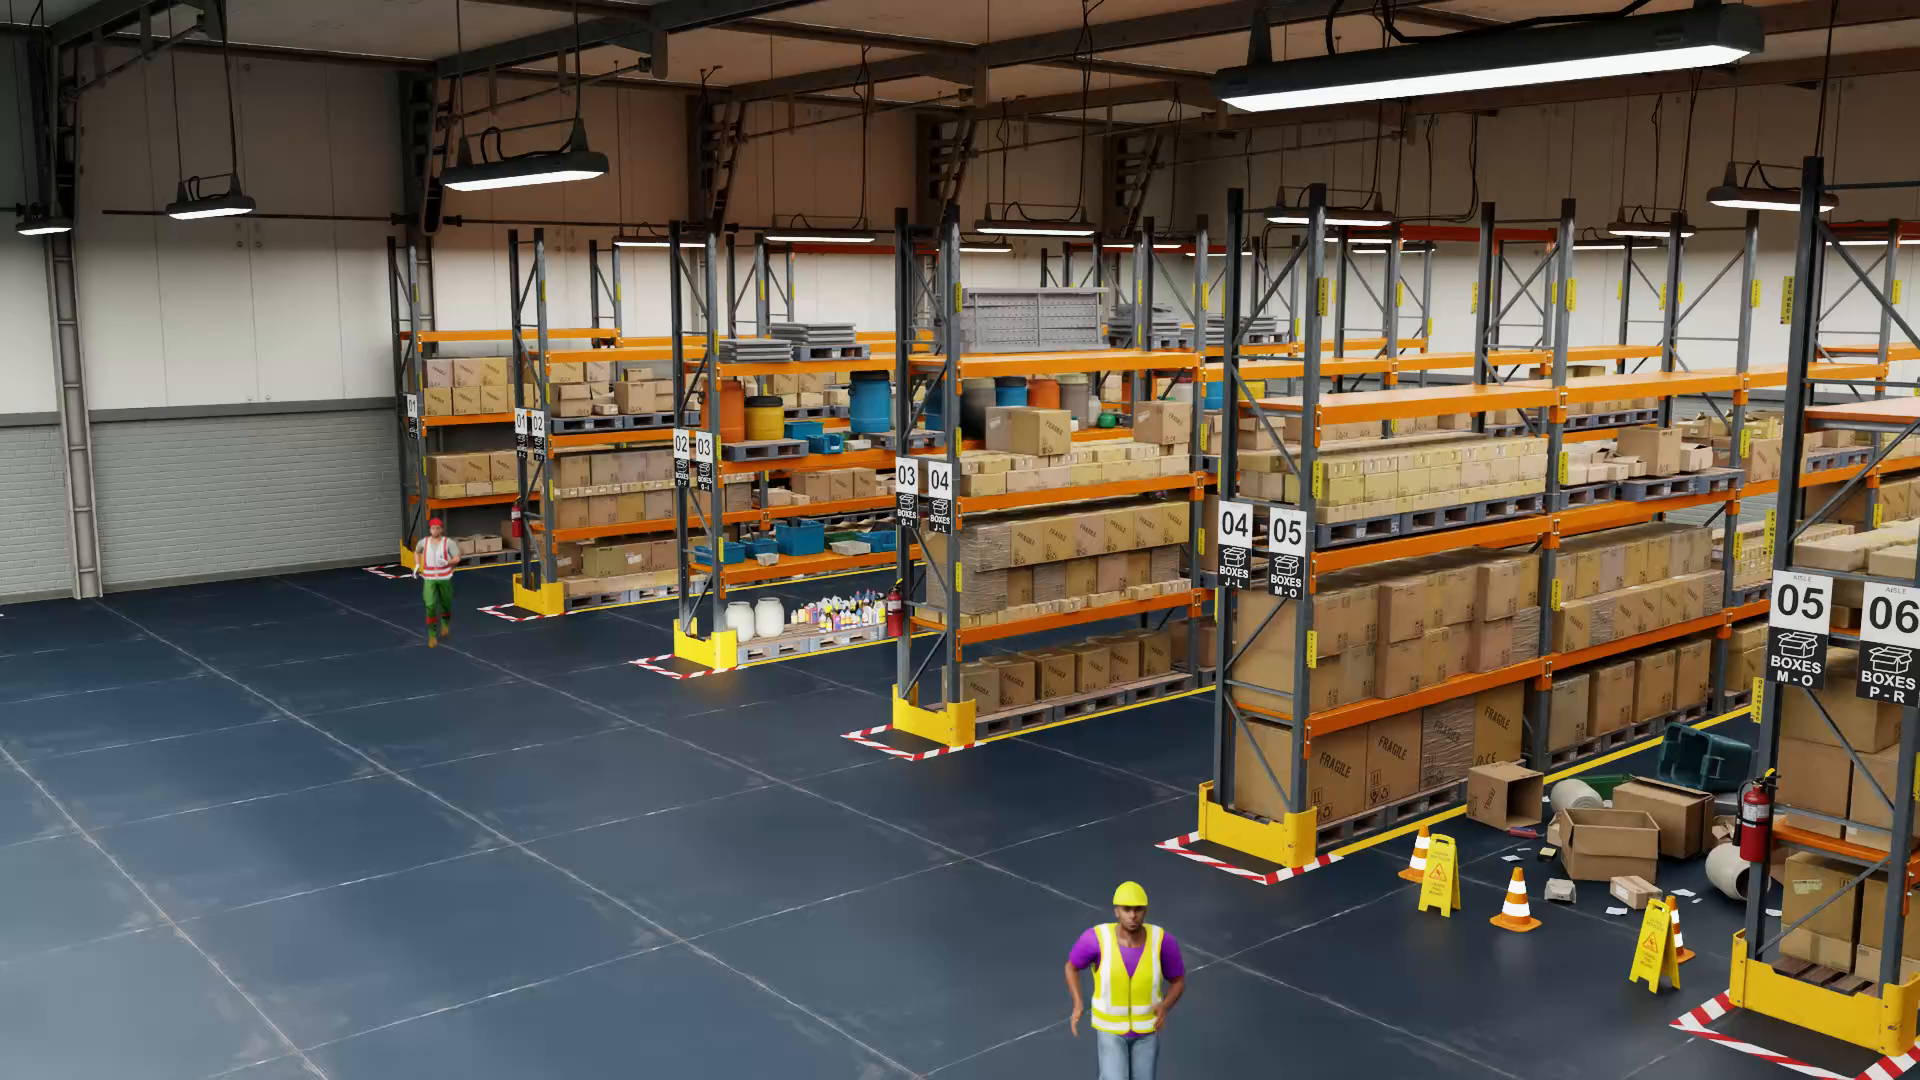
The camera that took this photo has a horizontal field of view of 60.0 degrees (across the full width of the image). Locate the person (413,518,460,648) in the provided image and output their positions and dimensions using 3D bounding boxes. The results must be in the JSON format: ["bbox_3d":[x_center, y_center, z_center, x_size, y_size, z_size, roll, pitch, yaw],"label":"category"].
[{"bbox_3d":[-7.538,0.574,23.982,0.661,1.797,0.931,-2,9,-14],"label":"person"}]

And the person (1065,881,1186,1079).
[{"bbox_3d":[0.979,2.842,9.713,0.698,1.720,0.576,0,9,-2],"label":"person"}]
